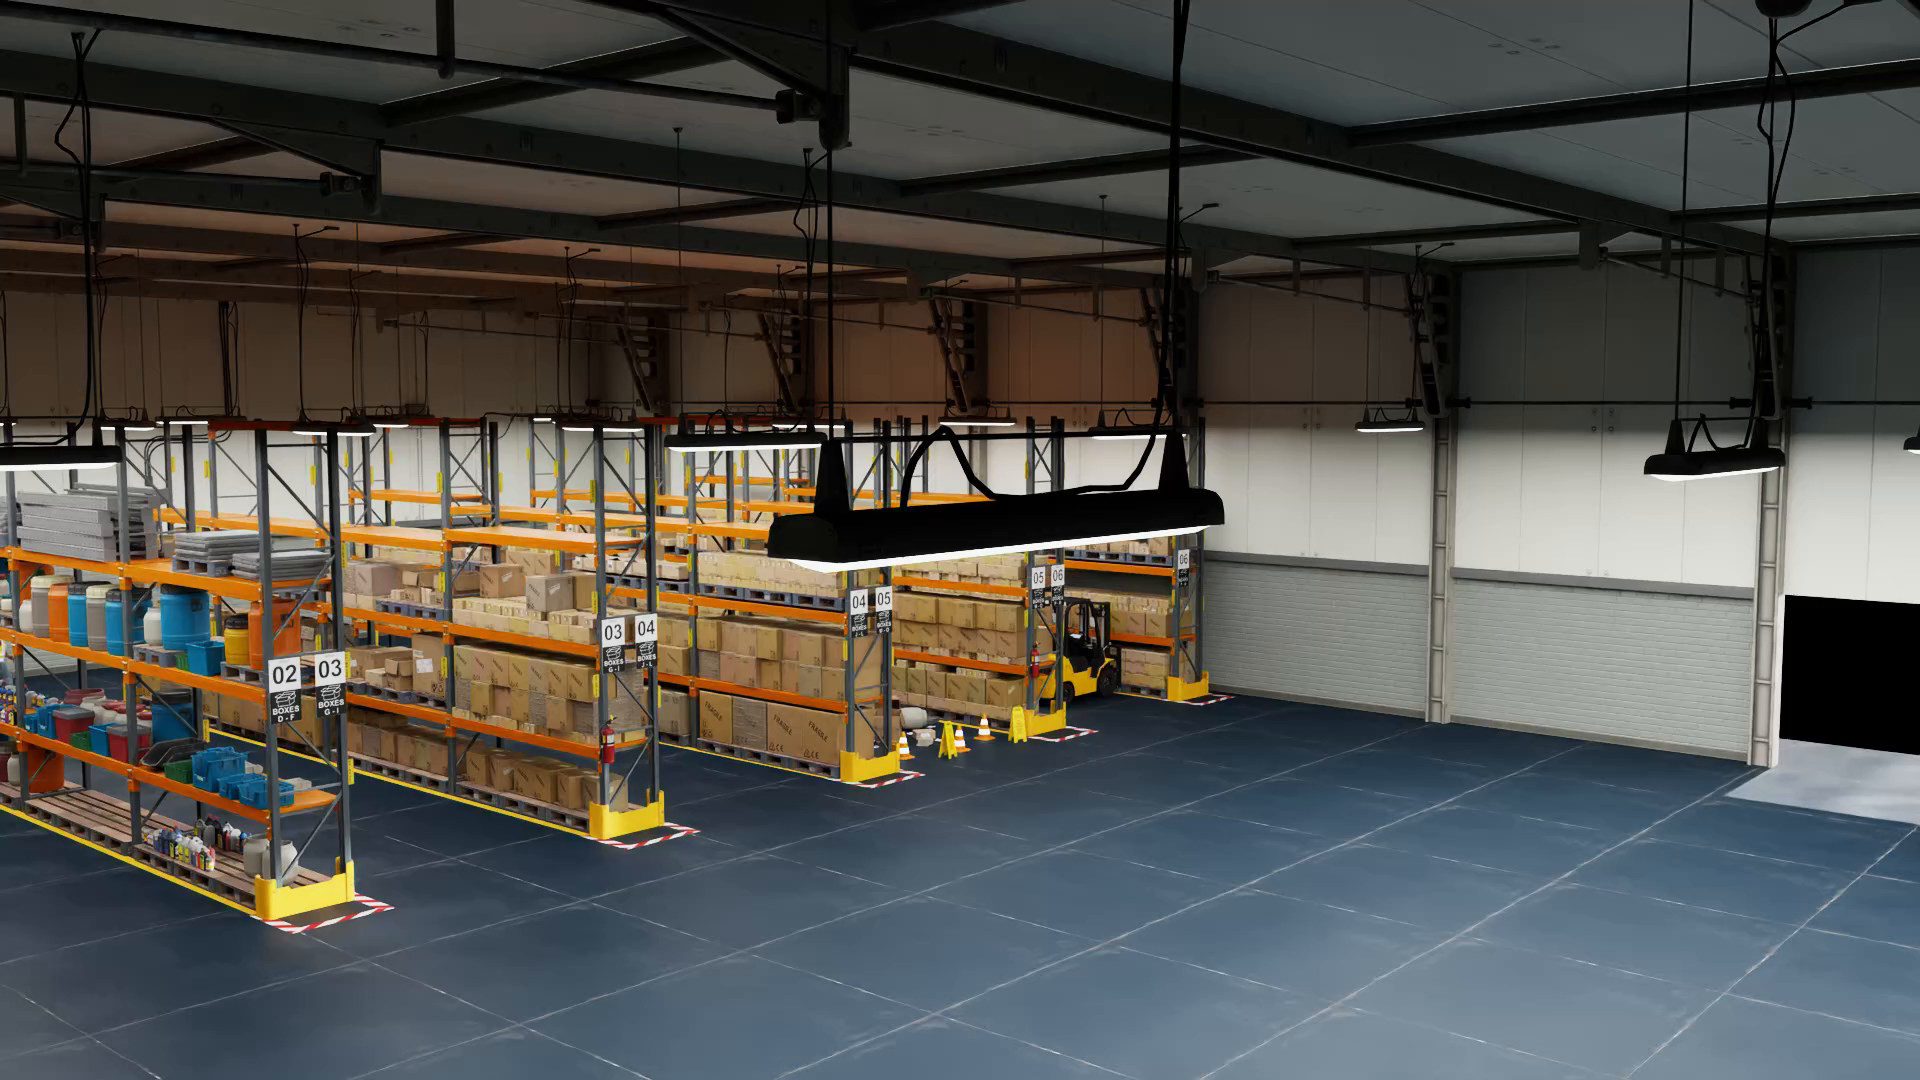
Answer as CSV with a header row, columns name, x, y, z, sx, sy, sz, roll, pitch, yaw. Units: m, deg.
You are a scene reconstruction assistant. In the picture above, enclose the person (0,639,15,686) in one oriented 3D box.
name,x,y,z,sx,sy,sz,roll,pitch,yaw
person,-20.367,2.524,35.040,0.556,1.639,0.943,5,7,45
